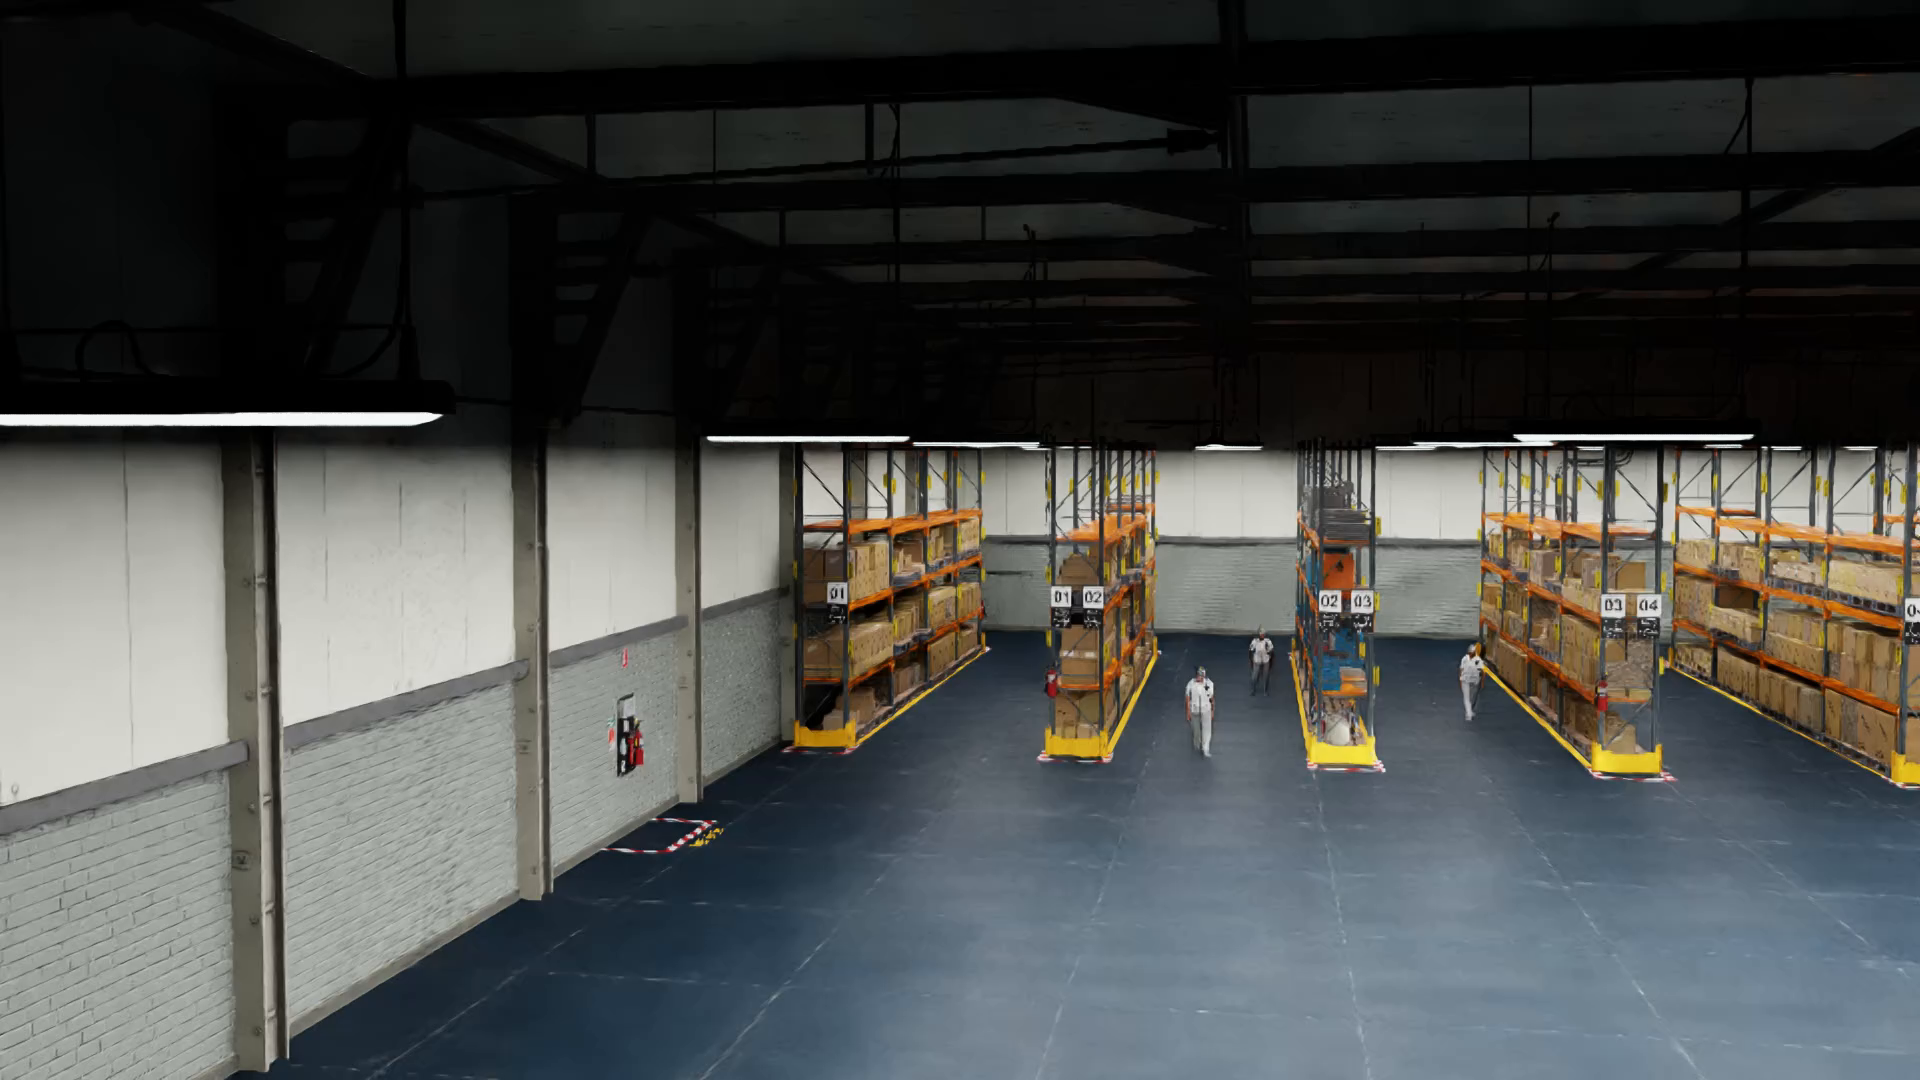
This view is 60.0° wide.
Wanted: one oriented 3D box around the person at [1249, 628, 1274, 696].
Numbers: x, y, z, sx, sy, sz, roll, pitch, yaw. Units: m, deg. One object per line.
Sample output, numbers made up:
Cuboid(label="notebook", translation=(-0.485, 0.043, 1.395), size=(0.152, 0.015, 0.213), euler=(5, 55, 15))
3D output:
Cuboid(label="person", translation=(7.067, 2.853, 38.996), size=(0.592, 1.629, 0.531), euler=(0, 3, 8))

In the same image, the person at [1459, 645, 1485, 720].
Cuboid(label="person", translation=(10.966, 3.031, 35.597), size=(0.493, 1.606, 1.001), euler=(0, 3, 9))

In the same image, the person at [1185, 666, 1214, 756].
Cuboid(label="person", translation=(4.528, 3.202, 31.444), size=(0.542, 1.675, 1.126), euler=(1, 3, 12))
